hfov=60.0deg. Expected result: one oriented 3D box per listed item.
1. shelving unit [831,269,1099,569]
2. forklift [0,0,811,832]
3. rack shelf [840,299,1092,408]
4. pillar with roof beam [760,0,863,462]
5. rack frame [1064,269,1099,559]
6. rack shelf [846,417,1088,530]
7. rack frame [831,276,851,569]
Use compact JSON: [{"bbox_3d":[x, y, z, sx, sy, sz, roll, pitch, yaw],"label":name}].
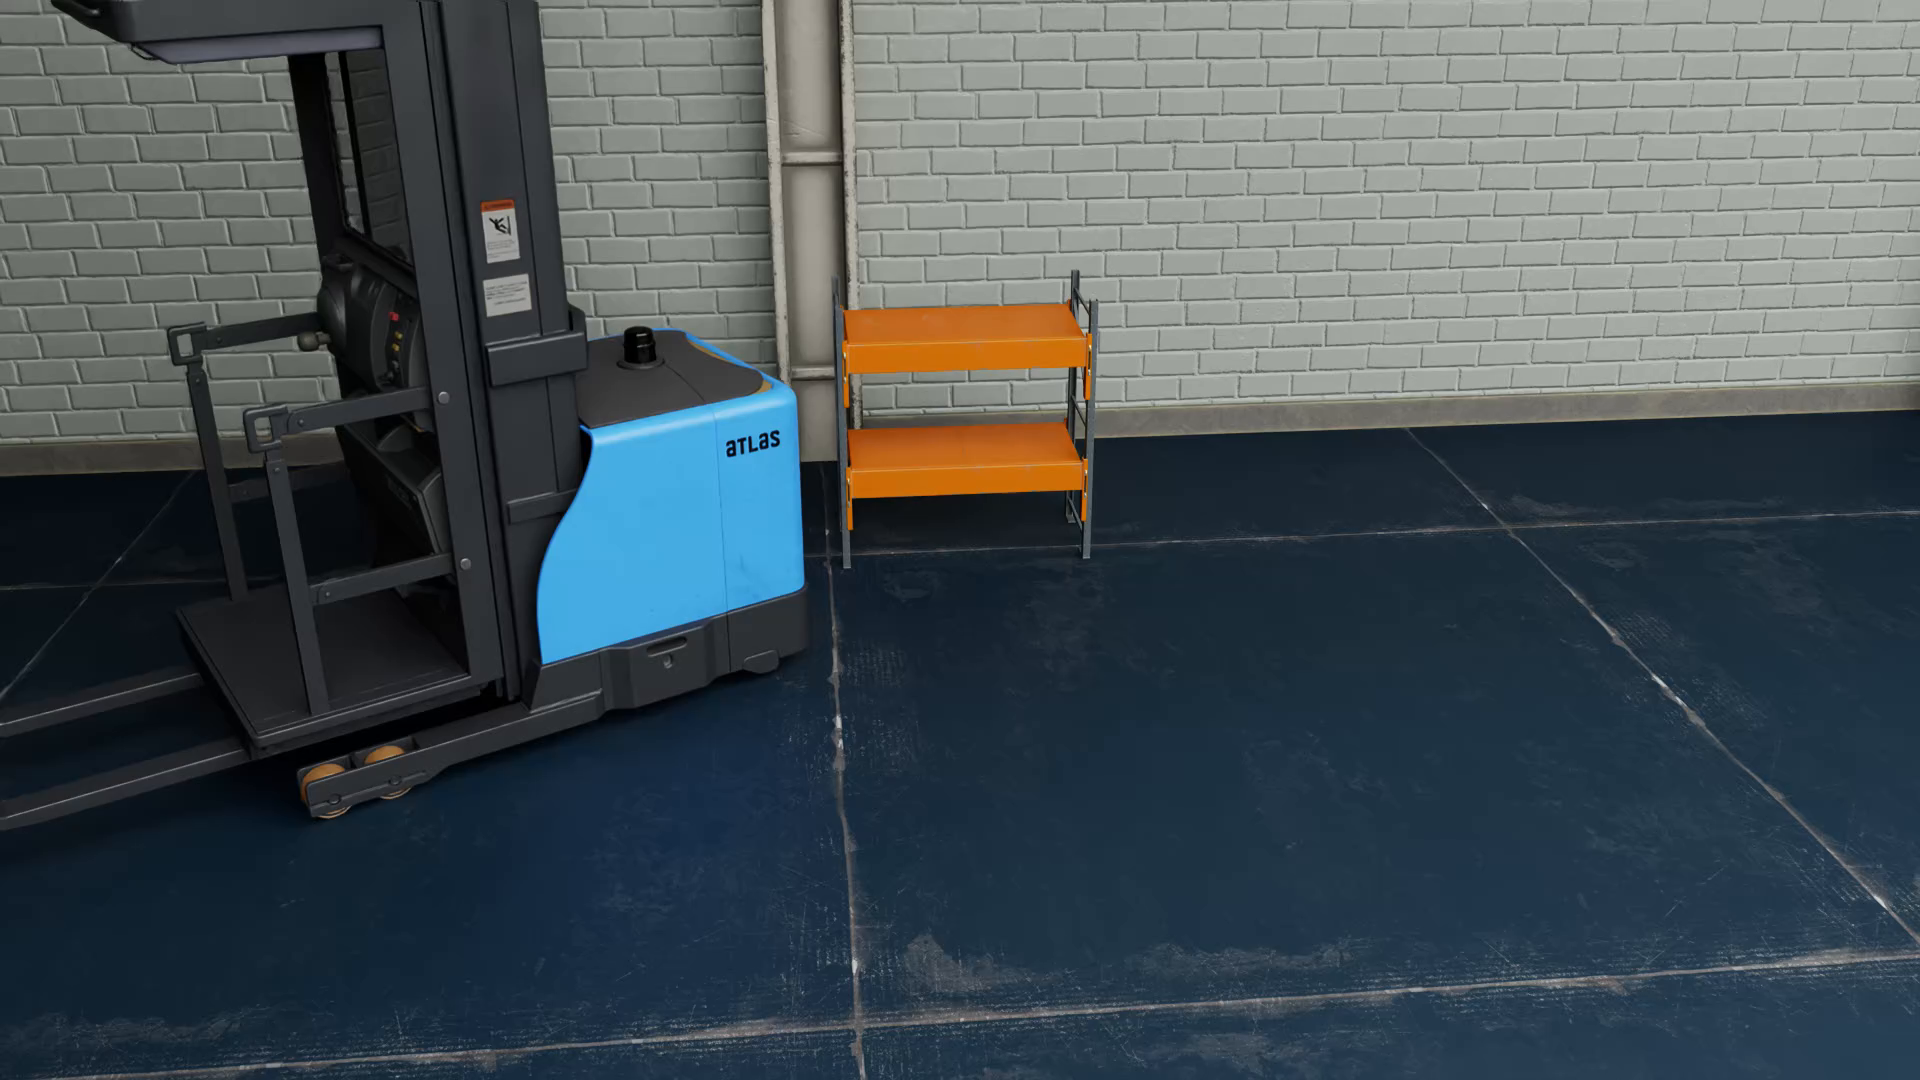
[{"bbox_3d":[0.007,-0.514,7.022,1.048,1.125,0.538,-2,24,-5],"label":"shelving unit"},{"bbox_3d":[-2.056,-0.702,5.222,3.031,2.935,1.130,-16,29,-32],"label":"forklift"},{"bbox_3d":[0.007,-0.782,6.903,1.000,0.278,0.538,-2,24,-5],"label":"rack shelf"},{"bbox_3d":[-0.254,-2.784,2.434,0.400,9.000,9.100,-2,24,-5],"label":"pillar with roof beam"},{"bbox_3d":[0.513,-0.535,7.068,0.032,1.125,0.500,-2,24,-5],"label":"rack frame"},{"bbox_3d":[0.007,-0.291,7.121,1.000,0.278,0.538,-2,24,-5],"label":"rack shelf"},{"bbox_3d":[-0.499,-0.494,6.976,0.032,1.125,0.500,-2,24,-5],"label":"rack frame"}]
